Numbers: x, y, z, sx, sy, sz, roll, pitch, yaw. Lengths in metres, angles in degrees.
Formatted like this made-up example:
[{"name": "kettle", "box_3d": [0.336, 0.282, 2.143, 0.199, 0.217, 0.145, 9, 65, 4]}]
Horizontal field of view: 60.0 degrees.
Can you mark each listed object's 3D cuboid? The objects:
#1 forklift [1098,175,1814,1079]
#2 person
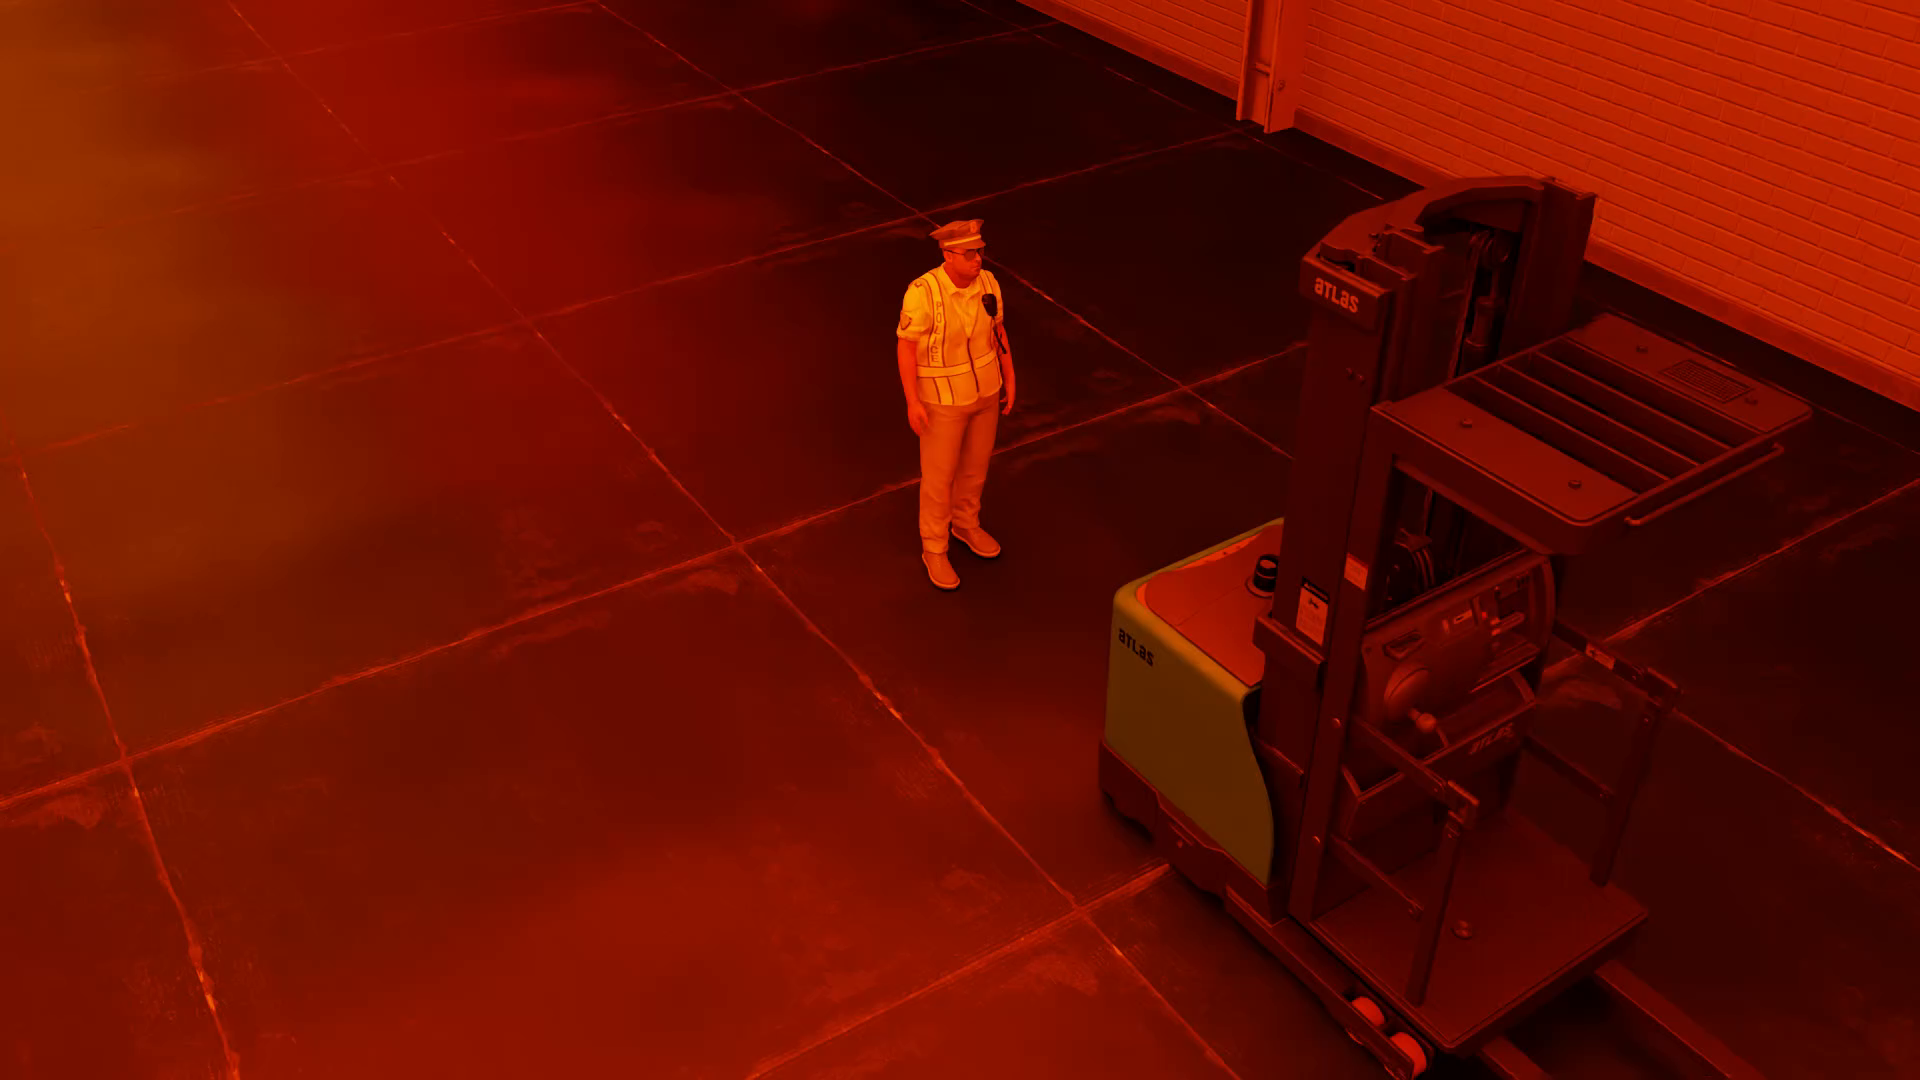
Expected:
[{"name": "forklift", "box_3d": [1.835, 0.415, 5.557, 1.130, 2.935, 3.031, -21, 40, -28]}, {"name": "person", "box_3d": [0.032, -0.693, 8.123, 0.640, 1.778, 0.575, -21, 40, -27]}]
